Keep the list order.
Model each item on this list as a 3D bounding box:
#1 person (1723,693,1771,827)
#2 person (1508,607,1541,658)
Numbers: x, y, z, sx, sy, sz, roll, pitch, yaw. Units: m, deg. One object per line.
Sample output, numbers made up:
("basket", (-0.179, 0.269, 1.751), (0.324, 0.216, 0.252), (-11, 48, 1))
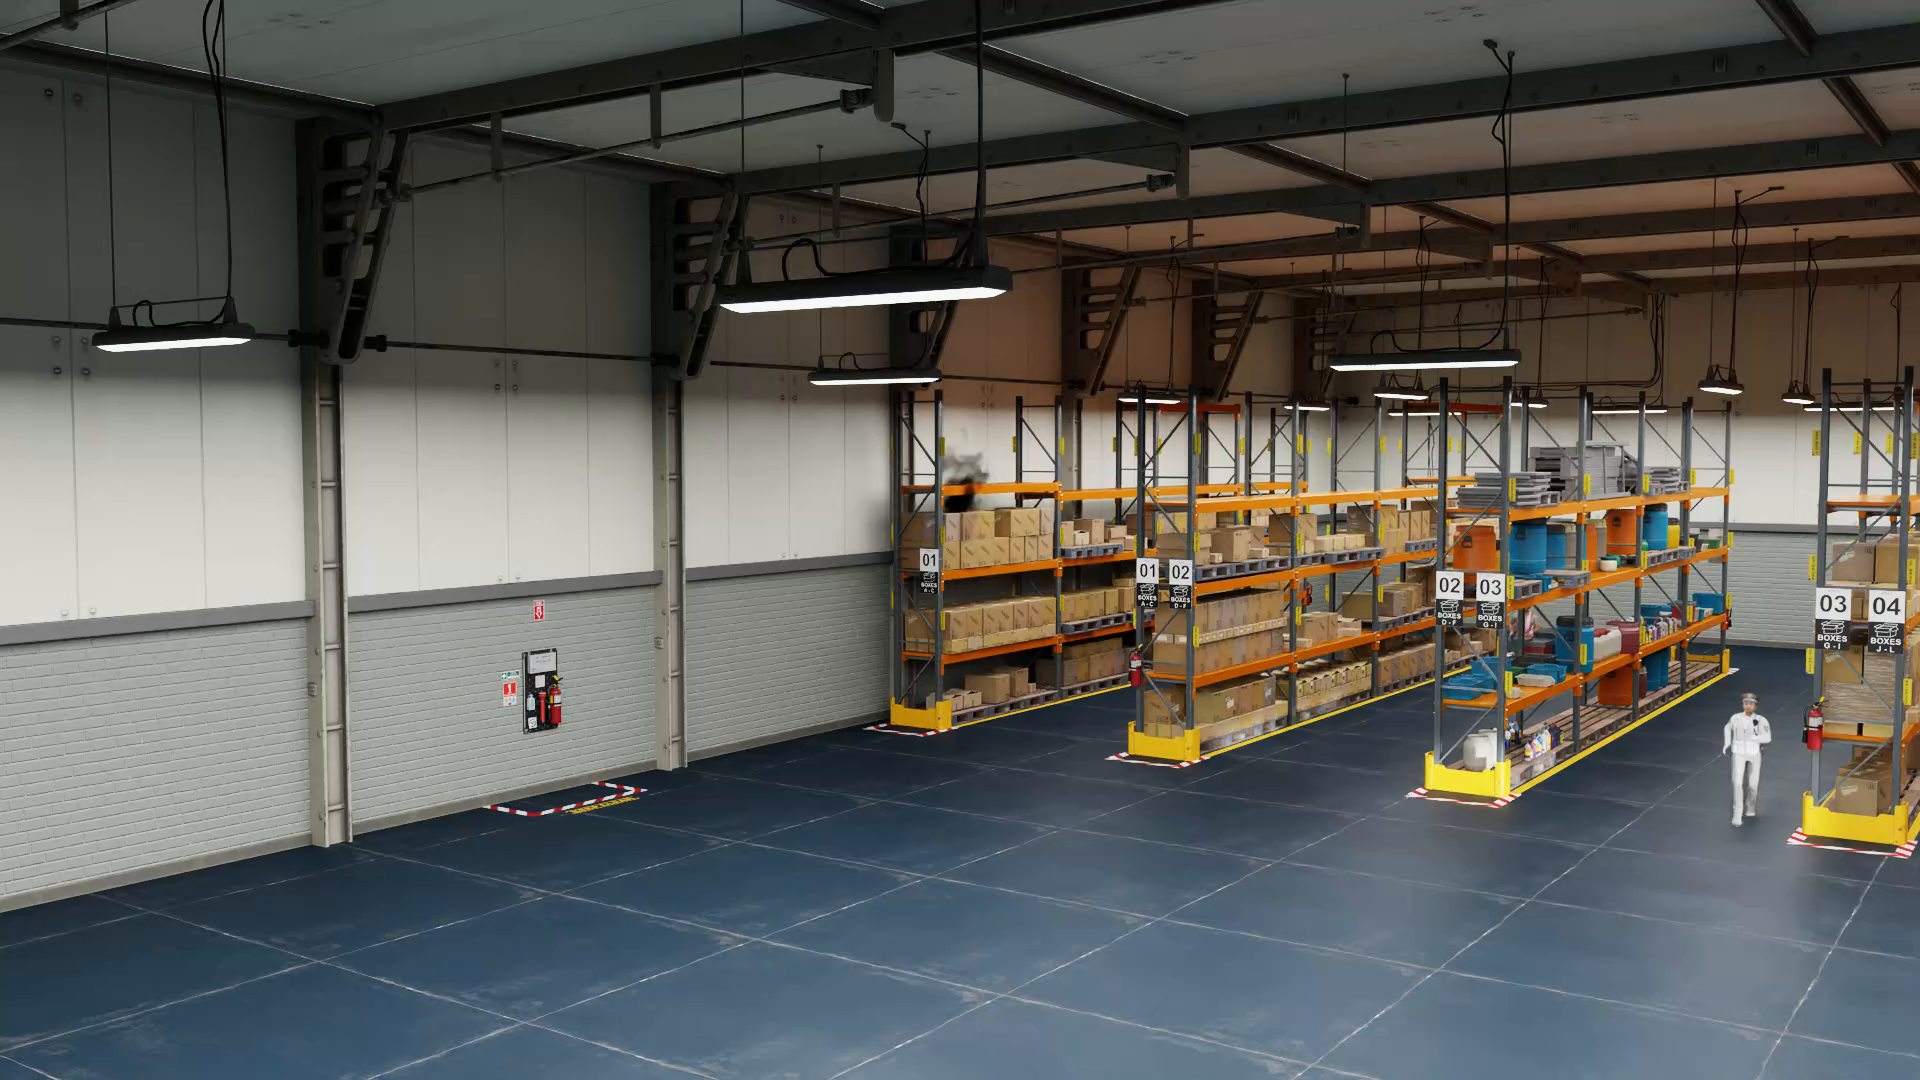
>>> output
("person", (10.461, 2.903, 22.159), (0.569, 1.732, 0.725), (2, 4, 31))
("person", (12.014, 2.133, 35.420), (0.652, 1.740, 0.581), (1, 3, 21))
